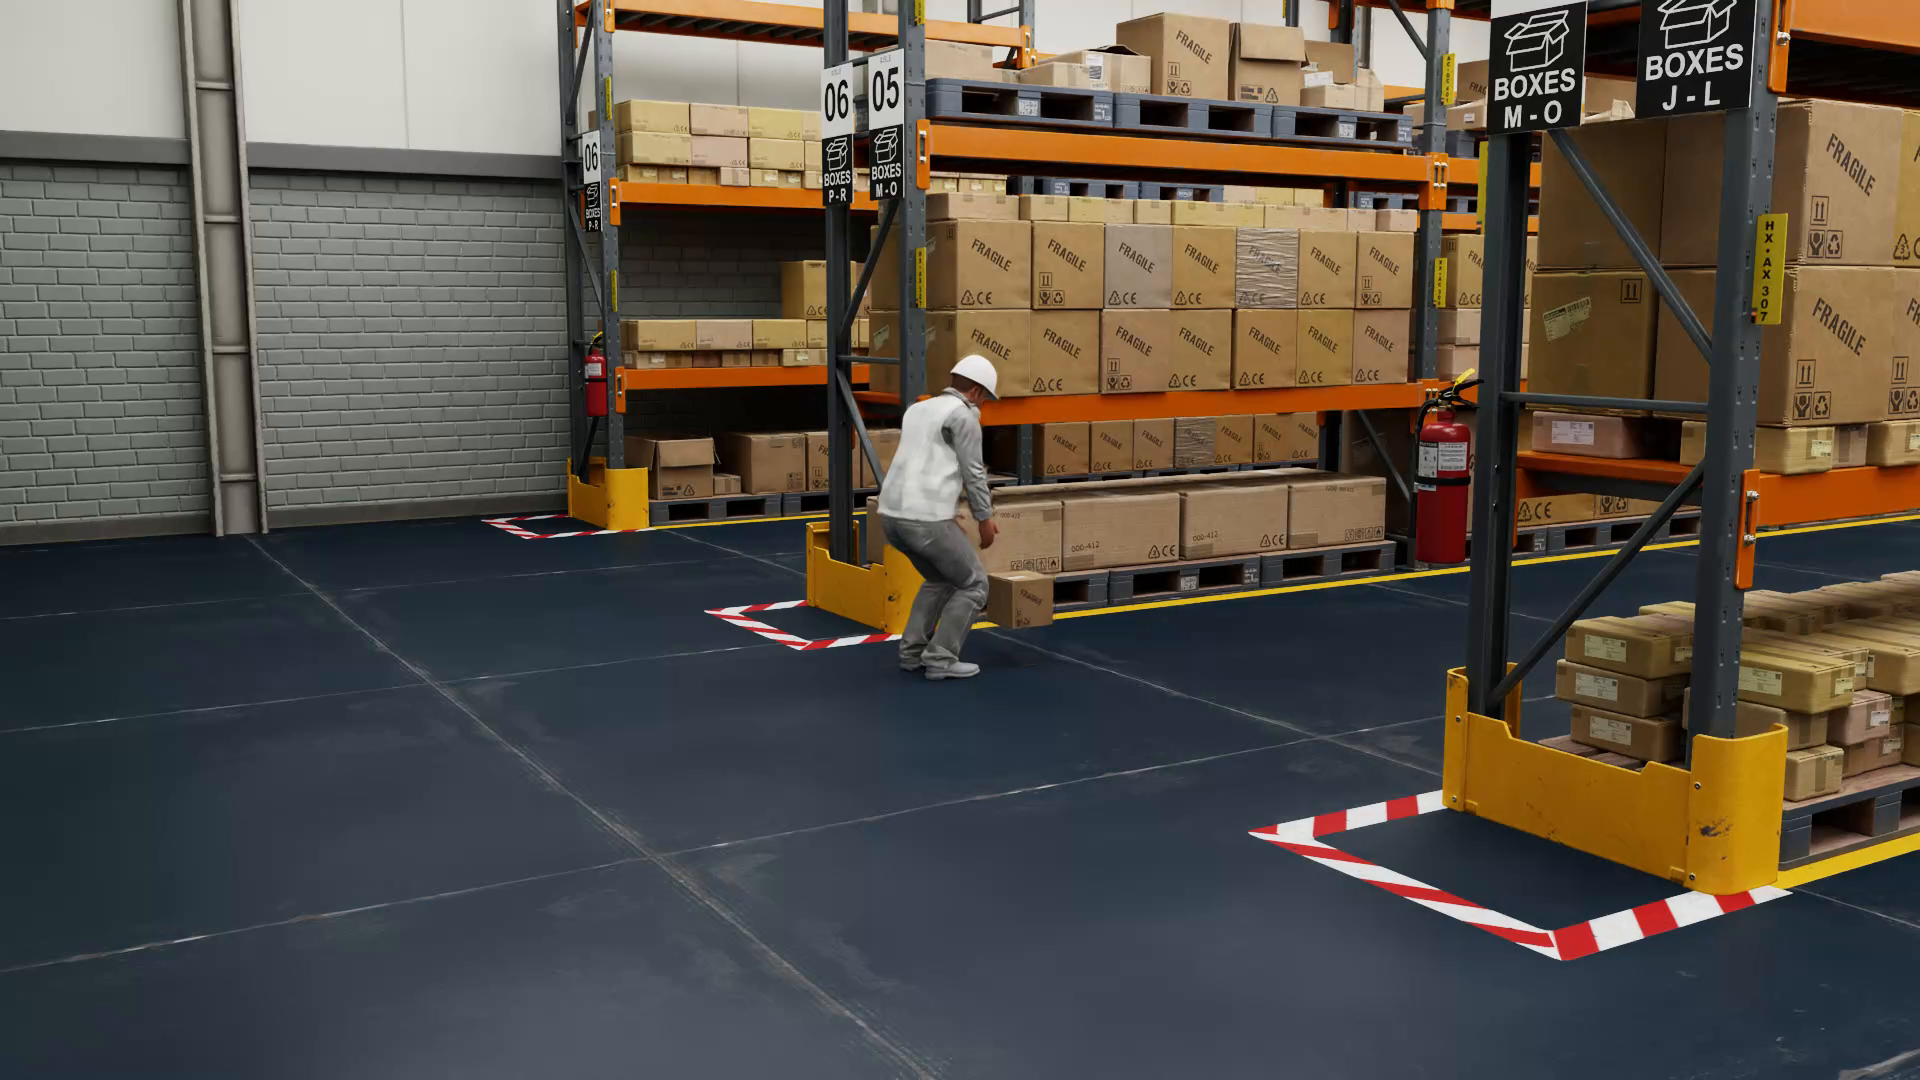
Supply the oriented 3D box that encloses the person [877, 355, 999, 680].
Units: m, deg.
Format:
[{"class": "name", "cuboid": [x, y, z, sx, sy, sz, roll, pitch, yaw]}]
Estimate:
[{"class": "person", "cuboid": [-0.093, -0.123, 8.304, 0.649, 1.584, 0.586, -5, 9, -30]}]
